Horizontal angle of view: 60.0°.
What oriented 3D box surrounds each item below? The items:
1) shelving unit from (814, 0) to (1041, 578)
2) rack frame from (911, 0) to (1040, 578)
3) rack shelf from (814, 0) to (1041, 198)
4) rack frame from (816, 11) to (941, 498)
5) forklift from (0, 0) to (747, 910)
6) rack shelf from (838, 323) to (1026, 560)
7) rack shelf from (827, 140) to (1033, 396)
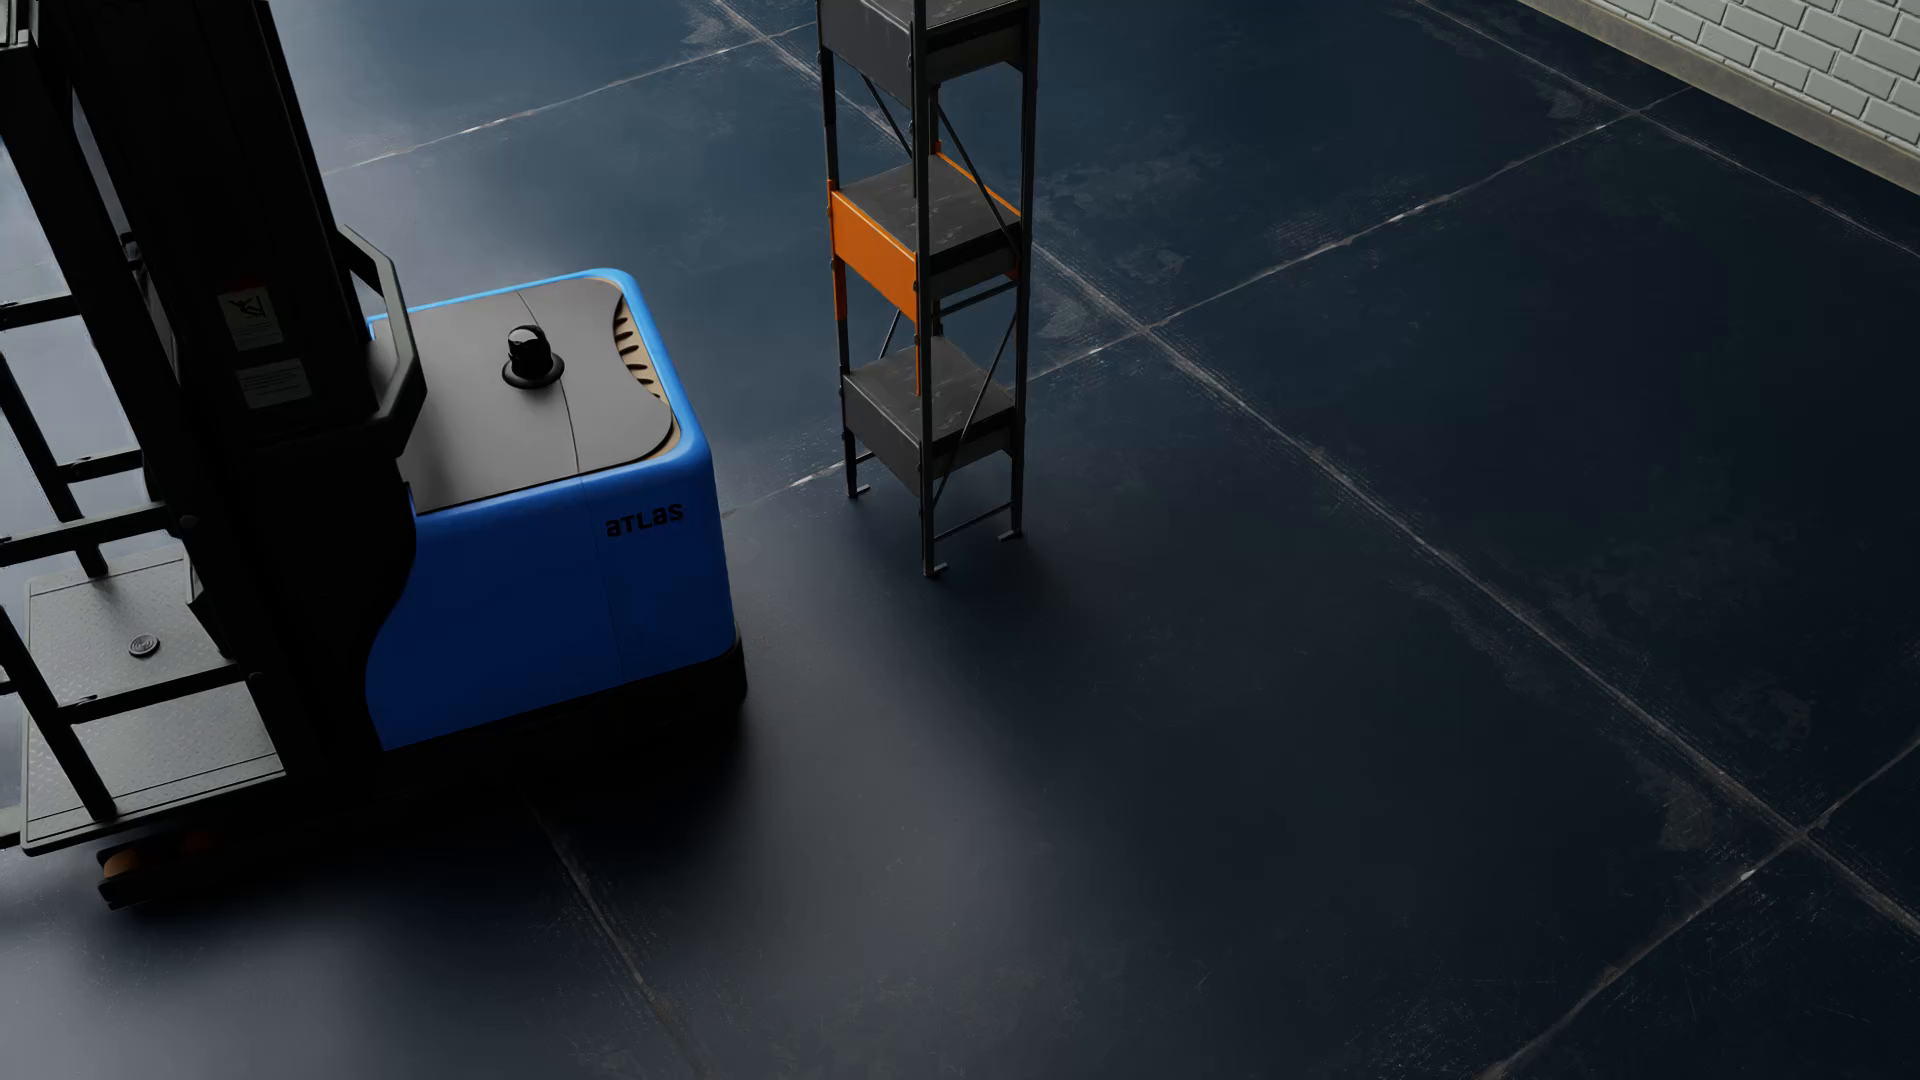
[{"bbox_3d":[-0.095,-0.853,5.123,0.431,2.100,0.503,-26,49,-24],"label":"shelving unit"},{"bbox_3d":[0.045,-0.715,4.978,0.400,2.100,0.015,-26,49,-24],"label":"rack frame"},{"bbox_3d":[-0.095,-1.350,4.649,0.431,0.518,0.480,-26,49,-24],"label":"rack shelf"},{"bbox_3d":[-0.234,-0.991,5.268,0.400,2.100,0.015,-26,49,-24],"label":"rack frame"},{"bbox_3d":[-2.229,-0.452,4.101,3.031,2.935,1.130,-15,46,-15],"label":"forklift"},{"bbox_3d":[-0.095,-0.337,5.616,0.431,0.518,0.480,-26,49,-24],"label":"rack shelf"},{"bbox_3d":[-0.095,-0.843,5.133,0.431,0.518,0.480,-26,49,-24],"label":"rack shelf"}]
